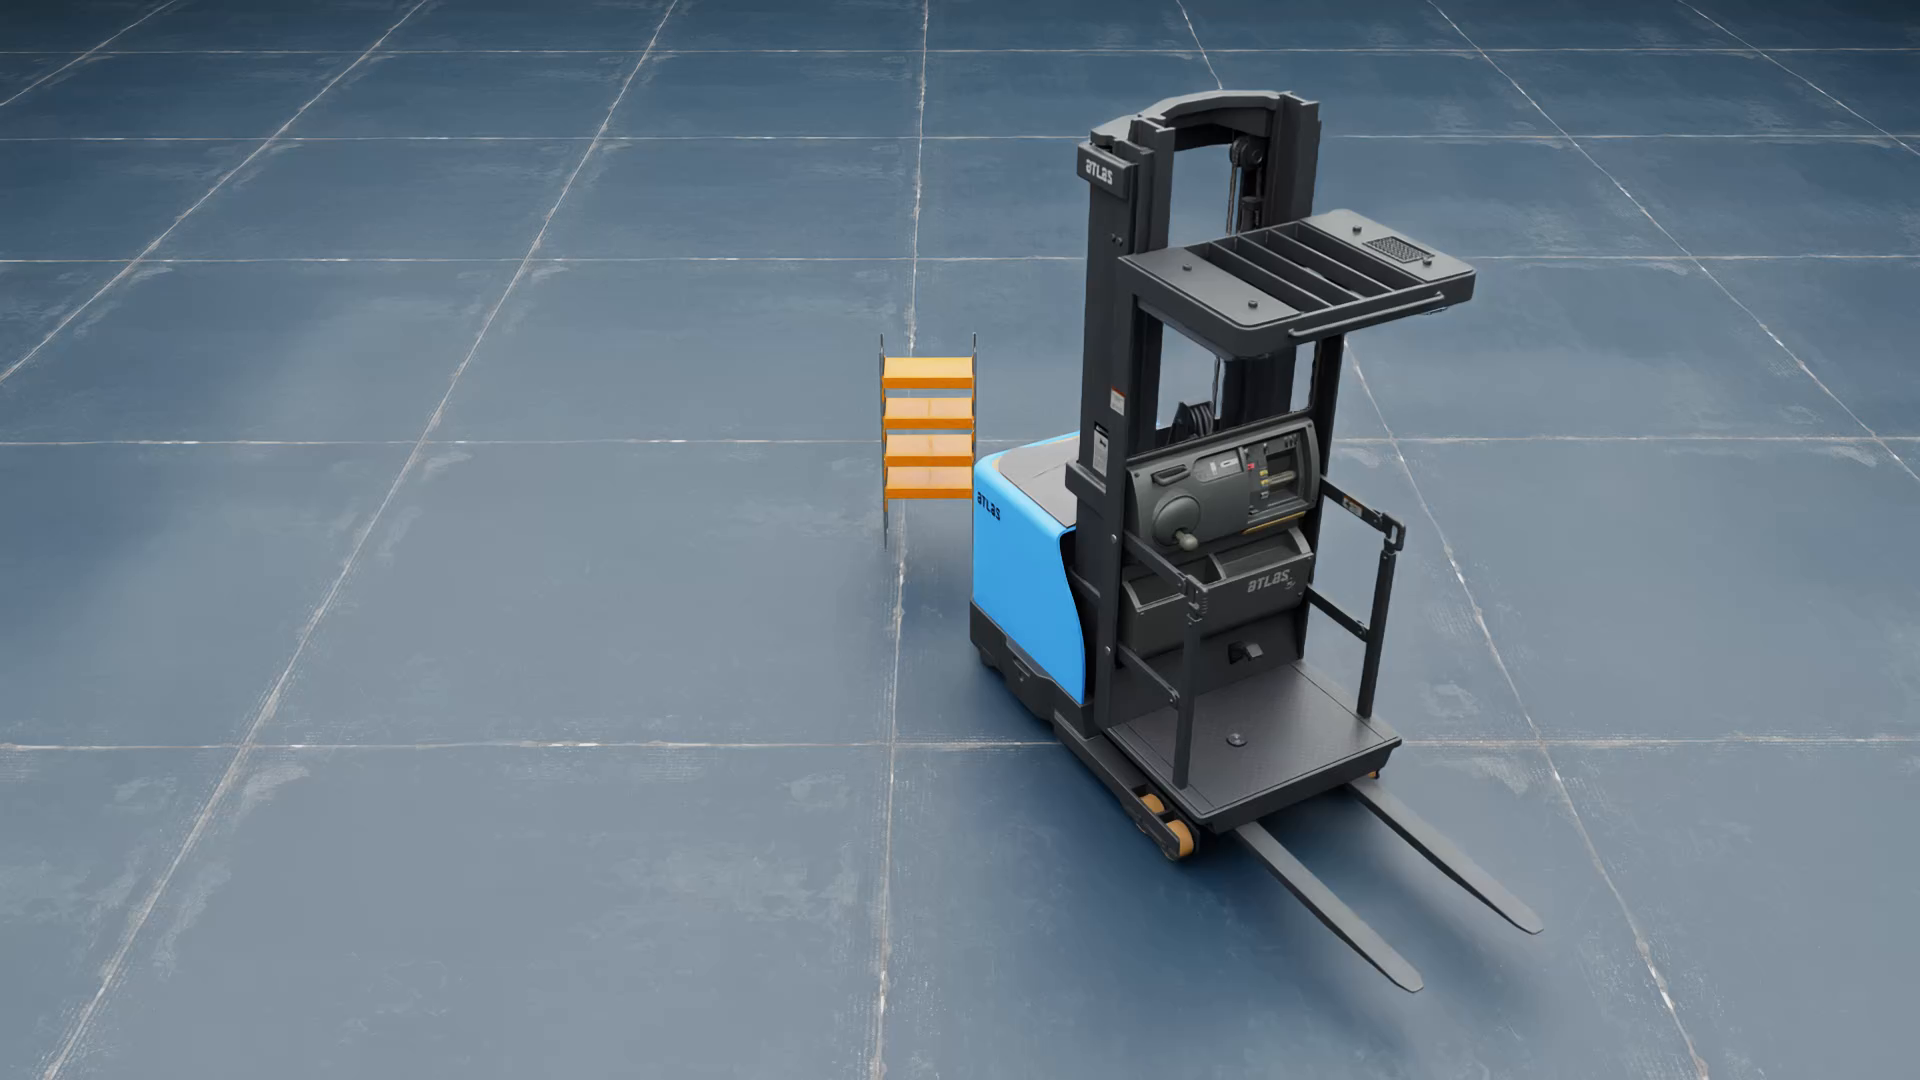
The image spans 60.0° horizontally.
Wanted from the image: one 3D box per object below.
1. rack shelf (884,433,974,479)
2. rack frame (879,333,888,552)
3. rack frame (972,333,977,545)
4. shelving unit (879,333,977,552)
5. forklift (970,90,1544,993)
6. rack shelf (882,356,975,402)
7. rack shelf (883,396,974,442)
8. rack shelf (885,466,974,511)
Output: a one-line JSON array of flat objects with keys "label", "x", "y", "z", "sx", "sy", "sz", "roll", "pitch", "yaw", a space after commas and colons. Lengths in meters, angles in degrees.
[{"label": "rack shelf", "x": -0.166, "y": -0.455, "z": 8.973, "sx": 0.480, "sy": 0.148, "sz": 0.258, "roll": 0, "pitch": 31, "yaw": 0}, {"label": "rack frame", "x": -0.410, "y": -0.512, "z": 8.937, "sx": 0.015, "sy": 1.200, "sz": 0.240, "roll": 0, "pitch": 31, "yaw": 0}, {"label": "rack frame", "x": 0.078, "y": -0.513, "z": 8.939, "sx": 0.015, "sy": 1.200, "sz": 0.240, "roll": 0, "pitch": 31, "yaw": 0}, {"label": "shelving unit", "x": -0.166, "y": -0.512, "z": 8.938, "sx": 0.503, "sy": 1.200, "sz": 0.258, "roll": 0, "pitch": 31, "yaw": 0}, {"label": "forklift", "x": 1.208, "y": -0.174, "z": 6.711, "sx": 1.130, "sy": 2.935, "sz": 3.031, "roll": -16, "pitch": 35, "yaw": -25}, {"label": "rack shelf", "x": -0.166, "y": -0.848, "z": 8.734, "sx": 0.480, "sy": 0.148, "sz": 0.258, "roll": 0, "pitch": 31, "yaw": 0}, {"label": "rack shelf", "x": -0.166, "y": -0.646, "z": 8.857, "sx": 0.480, "sy": 0.148, "sz": 0.258, "roll": 0, "pitch": 31, "yaw": 0}, {"label": "rack shelf", "x": -0.166, "y": -0.285, "z": 9.076, "sx": 0.480, "sy": 0.148, "sz": 0.258, "roll": 0, "pitch": 31, "yaw": 0}]
